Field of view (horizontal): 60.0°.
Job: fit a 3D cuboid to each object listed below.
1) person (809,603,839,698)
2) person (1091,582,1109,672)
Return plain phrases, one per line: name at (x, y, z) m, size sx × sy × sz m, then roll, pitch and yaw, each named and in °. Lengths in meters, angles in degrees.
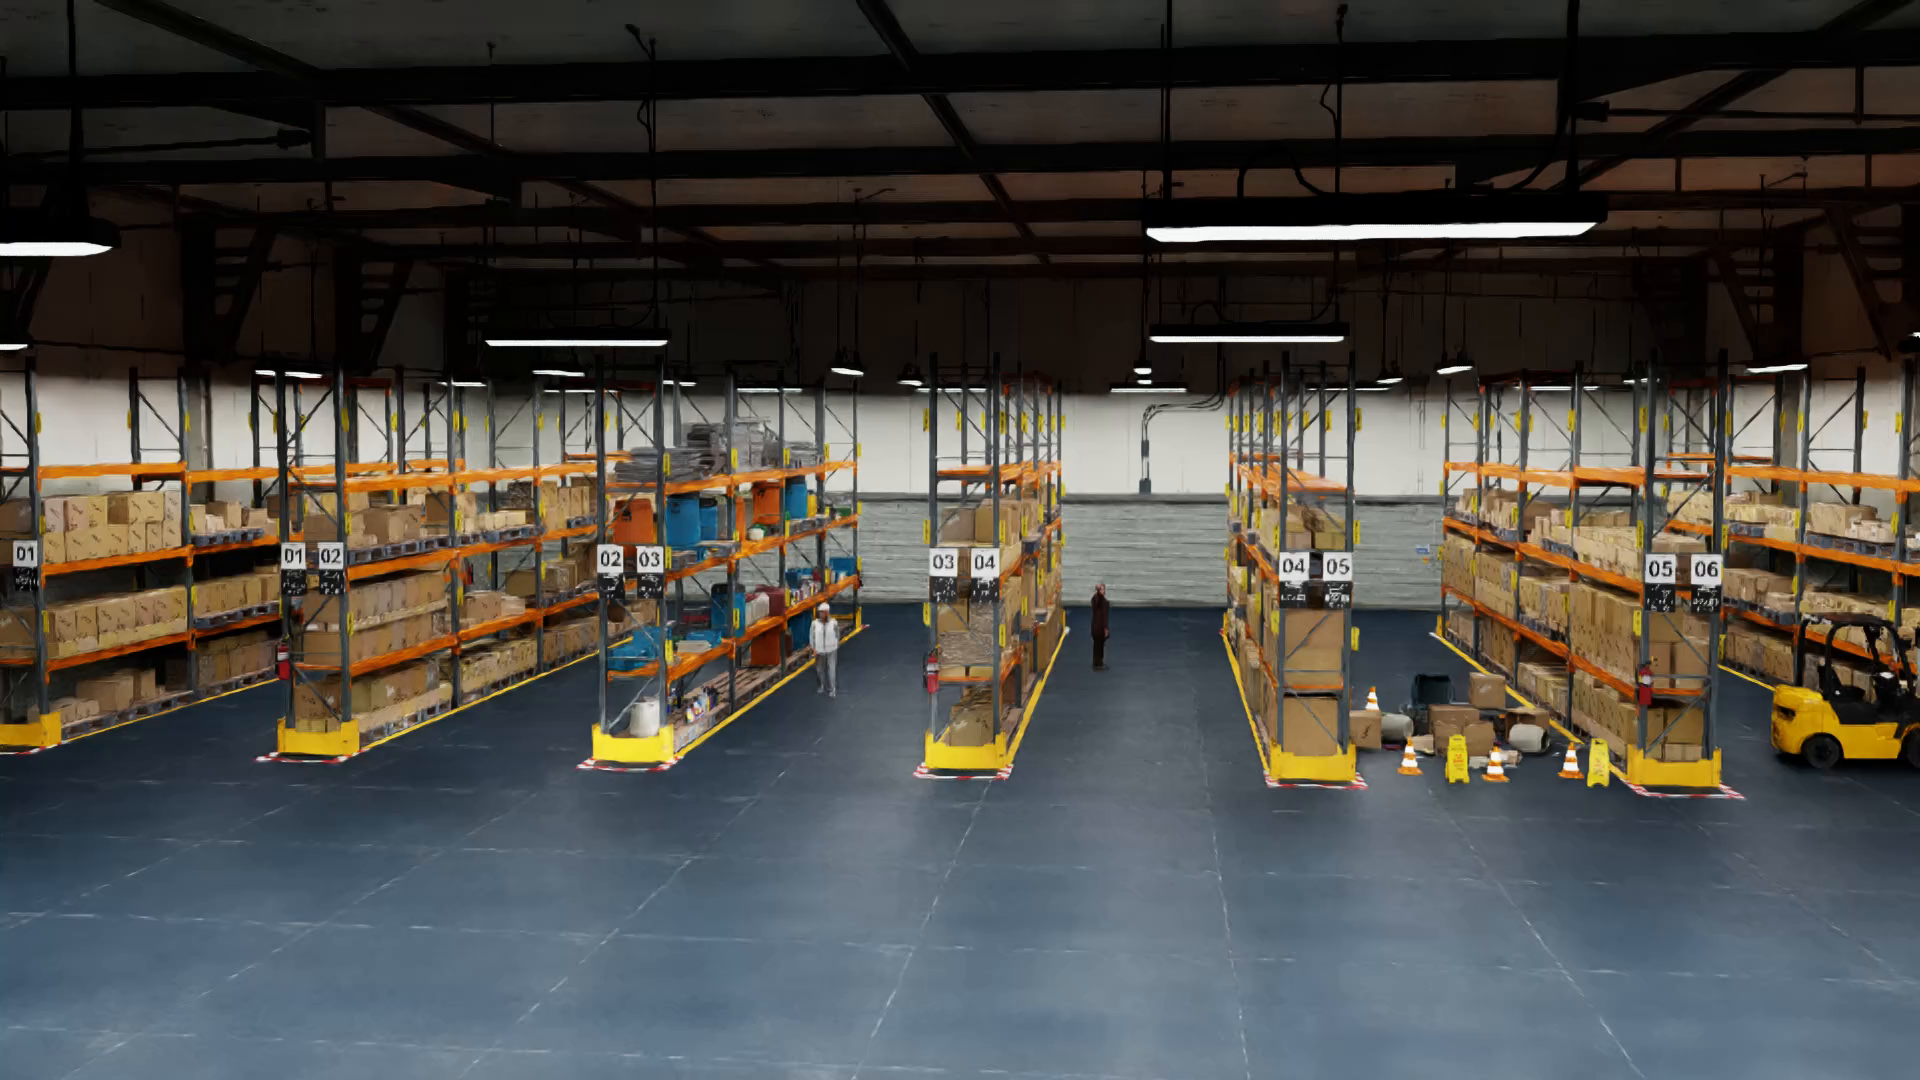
person at (-2.474, 1.985, 30.306) m, size 0.537 × 1.698 × 1.028 m, roll 0°, pitch 4°, yaw -2°
person at (2.845, 1.725, 33.442) m, size 0.447 × 1.784 × 0.678 m, roll -1°, pitch 4°, yaw -14°
